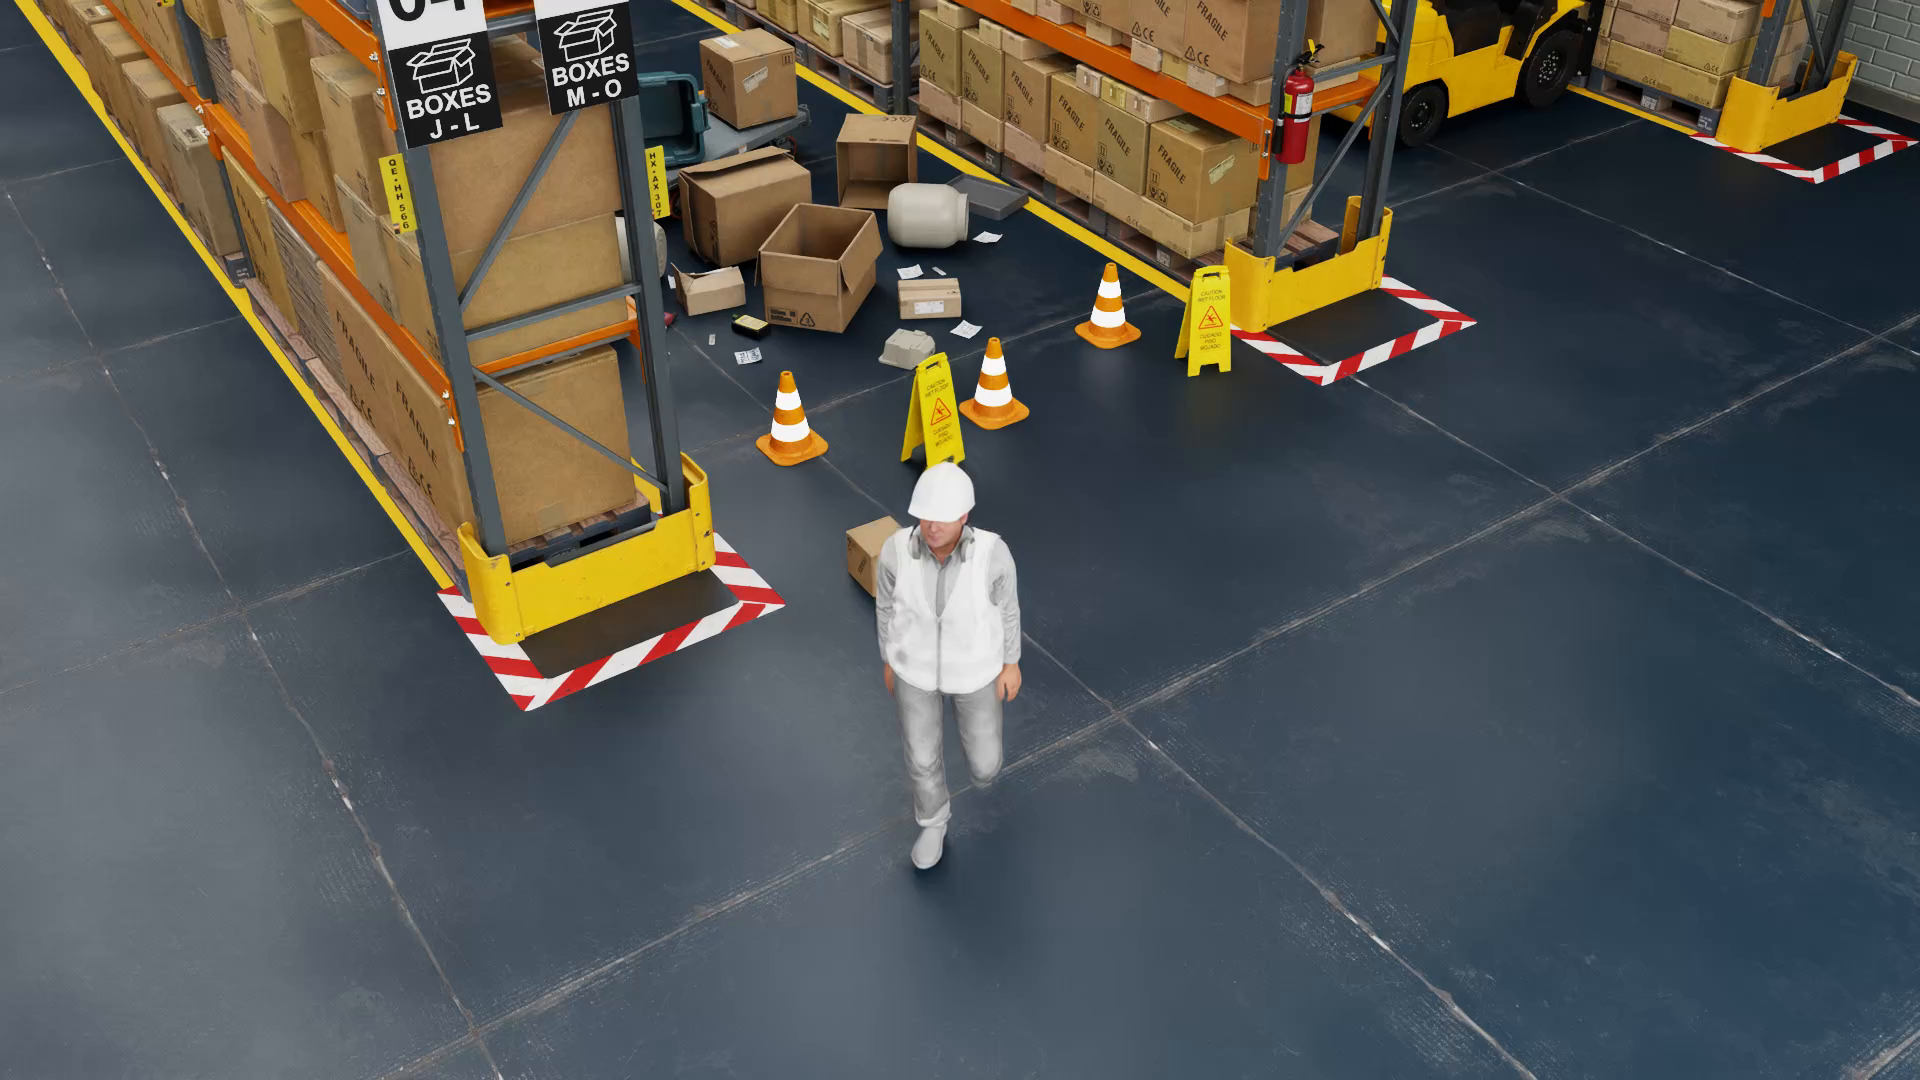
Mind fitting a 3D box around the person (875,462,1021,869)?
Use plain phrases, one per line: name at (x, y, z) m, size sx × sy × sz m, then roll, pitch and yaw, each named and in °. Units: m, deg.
person at (-0.040, 0.445, 6.340) m, size 0.553 × 1.763 × 0.625 m, roll 4°, pitch 36°, yaw 6°
